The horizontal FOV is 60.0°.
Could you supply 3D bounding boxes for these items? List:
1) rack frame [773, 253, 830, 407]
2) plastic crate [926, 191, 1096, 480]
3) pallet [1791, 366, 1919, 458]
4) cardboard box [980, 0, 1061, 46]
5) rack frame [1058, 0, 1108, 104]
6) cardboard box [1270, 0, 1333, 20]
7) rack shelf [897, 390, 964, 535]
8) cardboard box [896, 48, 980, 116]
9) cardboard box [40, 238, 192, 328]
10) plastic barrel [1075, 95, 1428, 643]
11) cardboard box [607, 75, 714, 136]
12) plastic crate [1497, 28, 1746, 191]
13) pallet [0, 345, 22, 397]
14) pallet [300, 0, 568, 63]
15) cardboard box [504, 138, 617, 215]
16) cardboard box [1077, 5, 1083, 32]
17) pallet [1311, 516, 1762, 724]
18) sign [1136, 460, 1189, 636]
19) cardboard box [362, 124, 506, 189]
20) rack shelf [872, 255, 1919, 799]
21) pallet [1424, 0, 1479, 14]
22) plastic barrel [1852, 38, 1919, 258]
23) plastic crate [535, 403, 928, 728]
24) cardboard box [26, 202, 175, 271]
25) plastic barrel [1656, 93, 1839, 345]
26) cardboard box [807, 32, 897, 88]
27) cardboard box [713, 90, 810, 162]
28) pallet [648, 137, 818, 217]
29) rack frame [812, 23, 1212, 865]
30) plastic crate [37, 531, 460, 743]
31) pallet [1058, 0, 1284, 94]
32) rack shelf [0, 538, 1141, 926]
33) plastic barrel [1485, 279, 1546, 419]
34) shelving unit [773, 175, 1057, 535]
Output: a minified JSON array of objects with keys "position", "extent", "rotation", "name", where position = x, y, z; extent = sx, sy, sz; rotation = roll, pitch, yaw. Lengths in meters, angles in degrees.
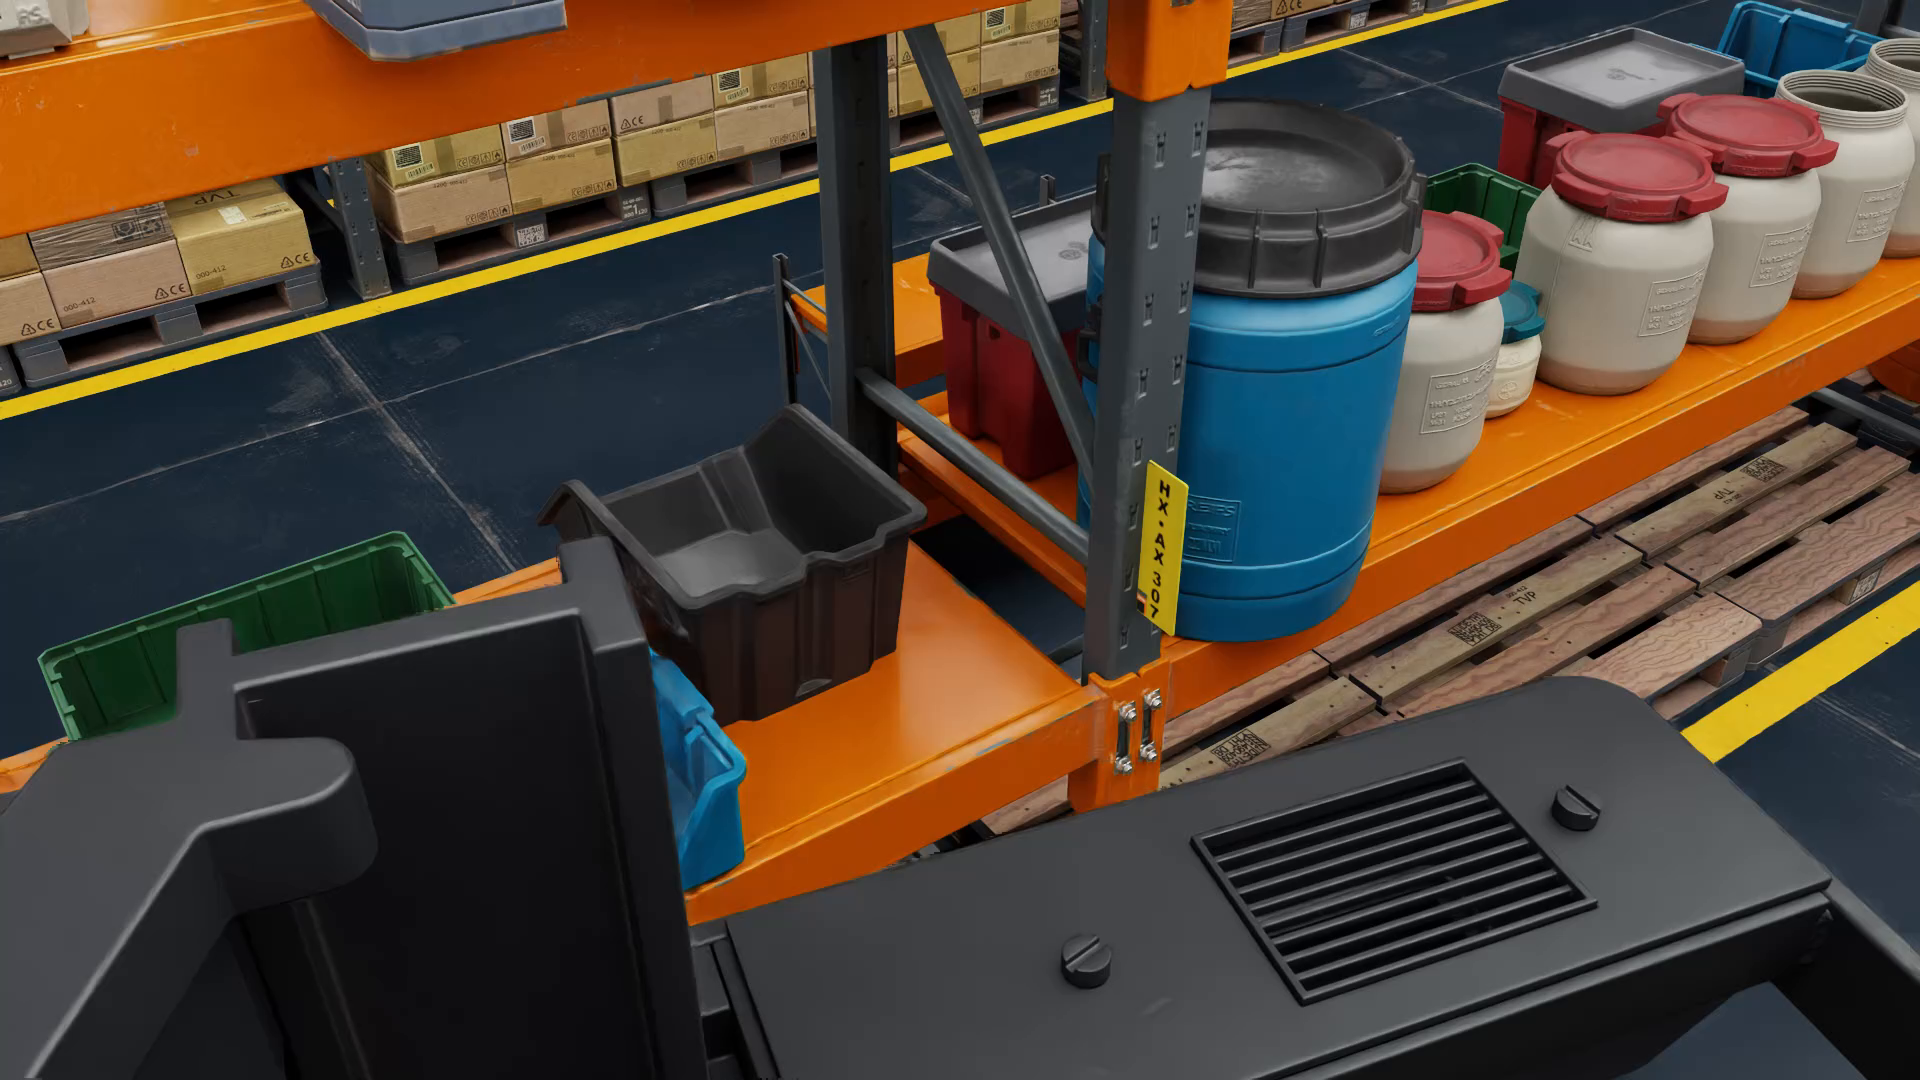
[{"position":[-0.410,-0.288,5.187],"extent":[0.032,1.125,0.500],"rotation":[-22,41,-28],"name":"rack frame"},{"position":[0.265,-0.471,3.781],"extent":[0.583,0.464,0.402],"rotation":[-22,41,-28],"name":"plastic crate"},{"position":[3.935,-0.635,6.452],"extent":[1.213,0.211,1.003],"rotation":[-22,41,-28],"name":"pallet"},{"position":[0.178,-2.835,8.638],"extent":[0.500,0.311,0.500],"rotation":[-21,41,-27],"name":"cardboard box"},{"position":[0.465,-3.847,8.530],"extent":[0.127,3.000,1.000],"rotation":[-22,41,-28],"name":"rack frame"},{"position":[1.839,-3.373,9.634],"extent":[0.500,0.500,0.500],"rotation":[-23,42,-28],"name":"cardboard box"},{"position":[0.006,-0.260,5.567],"extent":[1.000,0.278,0.538],"rotation":[-22,41,-28],"name":"rack shelf"},{"position":[-0.244,-2.433,8.559],"extent":[0.500,0.250,0.500],"rotation":[-23,42,-28],"name":"cardboard box"},{"position":[-3.472,-1.132,6.750],"extent":[0.500,0.250,0.500],"rotation":[-22,41,-28],"name":"cardboard box"},{"position":[0.536,-0.325,3.204],"extent":[0.708,0.901,0.600],"rotation":[-22,41,-28],"name":"plastic barrel"},{"position":[-1.489,-2.144,7.677],"extent":[0.500,0.311,0.500],"rotation":[-24,42,-29],"name":"cardboard box"},{"position":[1.818,-1.110,4.670],"extent":[0.583,0.464,0.402],"rotation":[-22,41,-28],"name":"plastic crate"},{"position":[-4.477,-0.709,6.555],"extent":[1.213,0.211,1.003],"rotation":[-22,41,-28],"name":"pallet"},{"position":[-0.488,-0.988,2.147],"extent":[1.003,0.211,1.213],"rotation":[-22,41,-28],"name":"pallet"},{"position":[-1.914,-1.744,7.602],"extent":[0.500,0.250,0.500],"rotation":[-21,41,-27],"name":"cardboard box"},{"position":[1.001,-3.028,9.155],"extent":[0.500,0.500,0.500],"rotation":[-21,41,-26],"name":"cardboard box"},{"position":[1.663,0.300,5.152],"extent":[1.213,0.211,1.003],"rotation":[-22,41,-28],"name":"pallet"},{"position":[0.353,0.018,2.919],"extent":[0.005,0.325,0.100],"rotation":[-22,41,-28],"name":"sign"},{"position":[-2.324,-1.804,7.204],"extent":[0.500,0.311,0.500],"rotation":[-22,41,-28],"name":"cardboard box"},{"position":[1.680,-0.517,4.516],"extent":[4.000,0.370,1.077],"rotation":[-22,41,-28],"name":"rack shelf"},{"position":[3.091,-3.769,10.809],"extent":[1.213,0.211,1.003],"rotation":[-22,41,-28],"name":"pallet"},{"position":[2.597,-1.079,4.586],"extent":[0.421,0.512,0.421],"rotation":[0,36,0],"name":"plastic barrel"},{"position":[-0.456,0.004,3.228],"extent":[0.504,0.338,0.767],"rotation":[-22,41,-28],"name":"plastic crate"},{"position":[-3.474,-1.437,6.532],"extent":[0.500,0.500,0.500],"rotation":[-22,41,-28],"name":"cardboard box"},{"position":[1.907,-0.801,4.178],"extent":[0.433,0.535,0.433],"rotation":[0,36,0],"name":"plastic barrel"},{"position":[-0.657,-2.489,8.156],"extent":[0.500,0.311,0.500],"rotation":[-23,41,-28],"name":"cardboard box"},{"position":[-1.076,-2.091,8.083],"extent":[0.500,0.250,0.500],"rotation":[-22,41,-27],"name":"cardboard box"},{"position":[-1.227,-2.049,8.418],"extent":[1.213,0.211,1.003],"rotation":[-22,41,-28],"name":"pallet"},{"position":[0.045,-0.136,3.370],"extent":[0.127,3.000,1.000],"rotation":[-22,41,-28],"name":"rack frame"},{"position":[-1.227,0.272,2.985],"extent":[0.662,0.188,0.450],"rotation":[-22,41,-28],"name":"plastic crate"},{"position":[1.097,-2.948,9.668],"extent":[1.213,0.211,1.003],"rotation":[-22,41,-28],"name":"pallet"},{"position":[-1.589,0.829,2.645],"extent":[4.000,0.370,1.077],"rotation":[-22,41,-28],"name":"rack shelf"},{"position":[1.216,-0.452,3.928],"extent":[0.301,0.262,0.301],"rotation":[0,36,0],"name":"plastic barrel"},{"position":[0.006,-0.459,5.425],"extent":[1.048,1.125,0.538],"rotation":[-22,41,-28],"name":"shelving unit"}]
